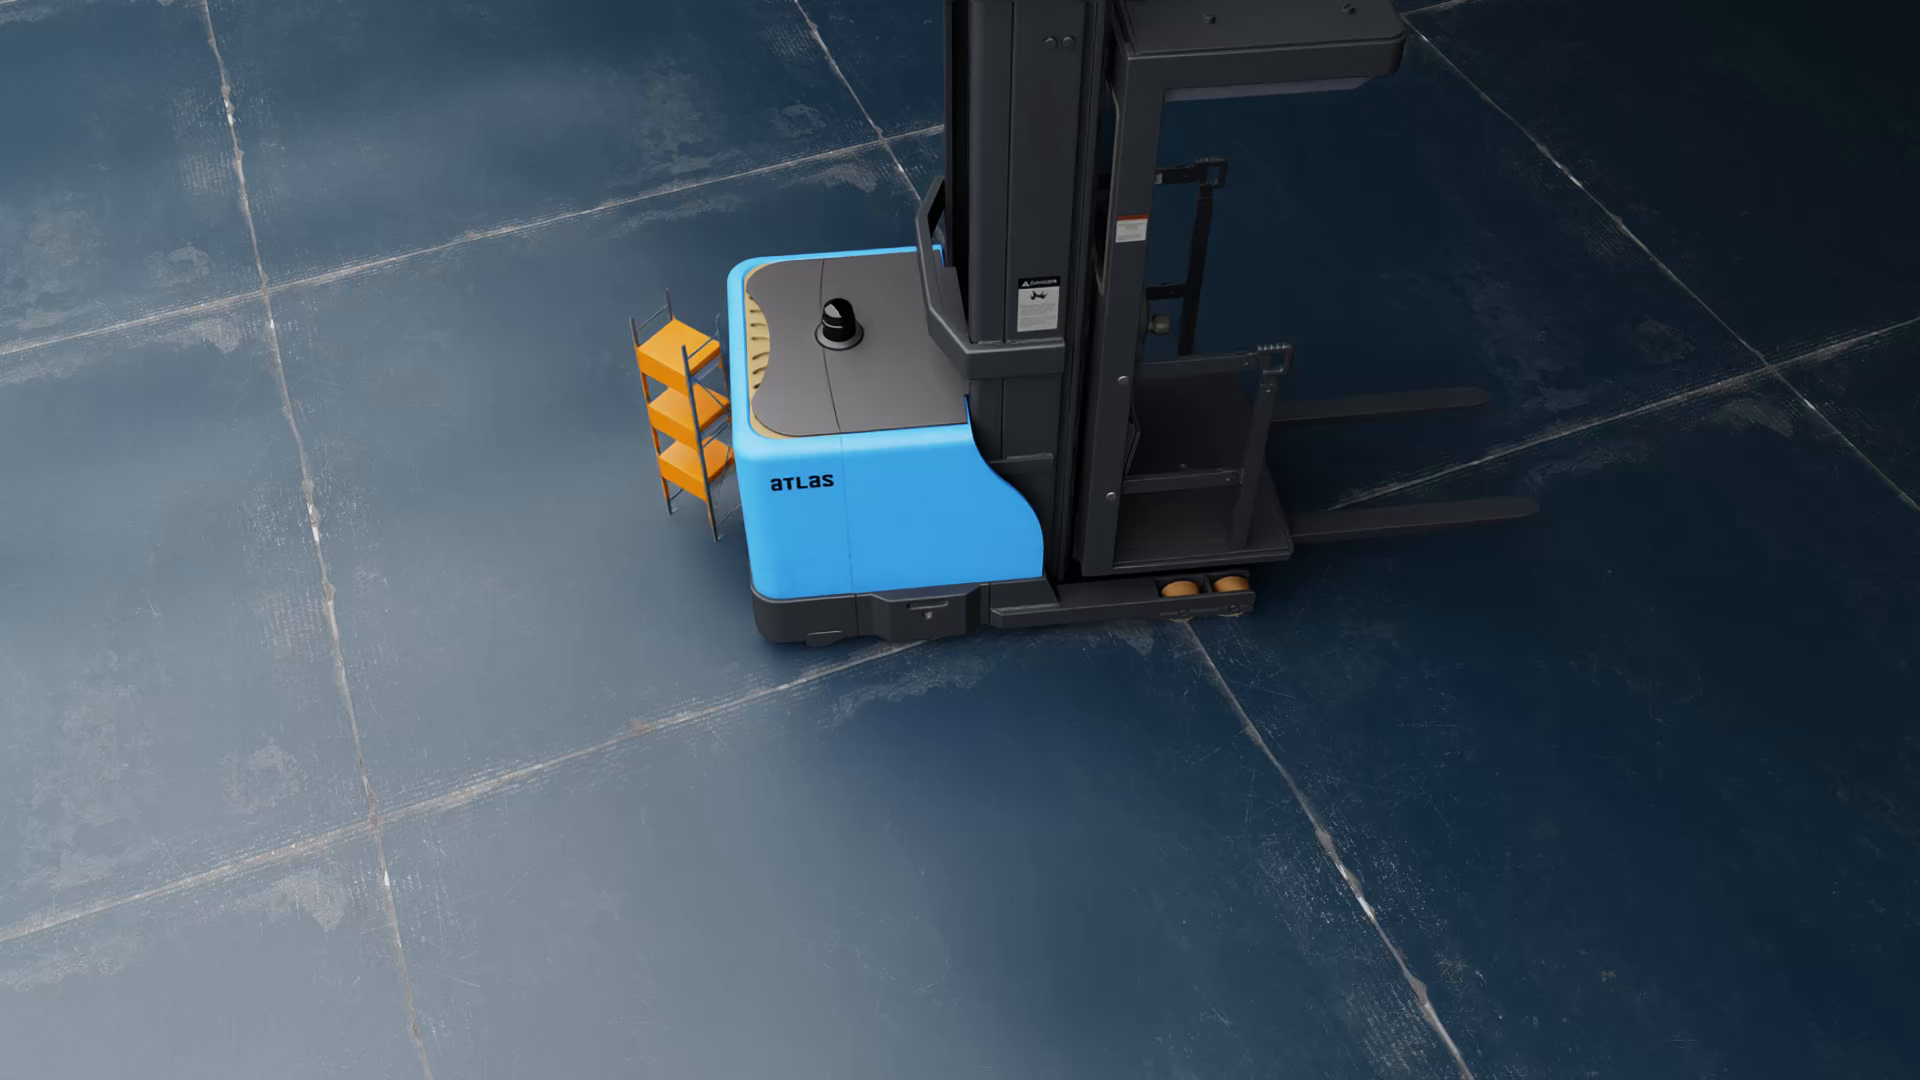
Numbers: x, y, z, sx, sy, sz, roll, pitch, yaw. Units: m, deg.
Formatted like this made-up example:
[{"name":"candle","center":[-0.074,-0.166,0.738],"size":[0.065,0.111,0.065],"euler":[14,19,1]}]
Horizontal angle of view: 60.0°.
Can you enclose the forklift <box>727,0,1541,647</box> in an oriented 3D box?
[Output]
[{"name":"forklift","center":[0.693,-1.043,5.554],"size":[3.031,2.935,1.130],"euler":[-5,50,-4]}]

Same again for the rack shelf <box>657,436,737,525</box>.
[{"name":"rack shelf","center":[-1.010,-0.259,6.501],"size":[0.240,0.259,0.215],"euler":[29,55,22]}]

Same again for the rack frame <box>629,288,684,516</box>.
[{"name":"rack frame","center":[-1.109,-0.501,6.329],"size":[0.008,1.050,0.200],"euler":[29,55,22]}]

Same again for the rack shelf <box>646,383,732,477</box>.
[{"name":"rack shelf","center":[-1.010,-0.440,6.290],"size":[0.240,0.259,0.215],"euler":[29,55,22]}]

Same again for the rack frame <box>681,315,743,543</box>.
[{"name":"rack frame","center":[-0.911,-0.393,6.236],"size":[0.008,1.050,0.200],"euler":[29,55,22]}]

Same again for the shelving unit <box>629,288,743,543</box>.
[{"name":"shelving unit","center":[-1.010,-0.447,6.282],"size":[0.252,1.050,0.215],"euler":[29,55,22]}]

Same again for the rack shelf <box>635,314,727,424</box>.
[{"name":"rack shelf","center":[-1.010,-0.625,6.075],"size":[0.240,0.259,0.215],"euler":[29,55,22]}]
